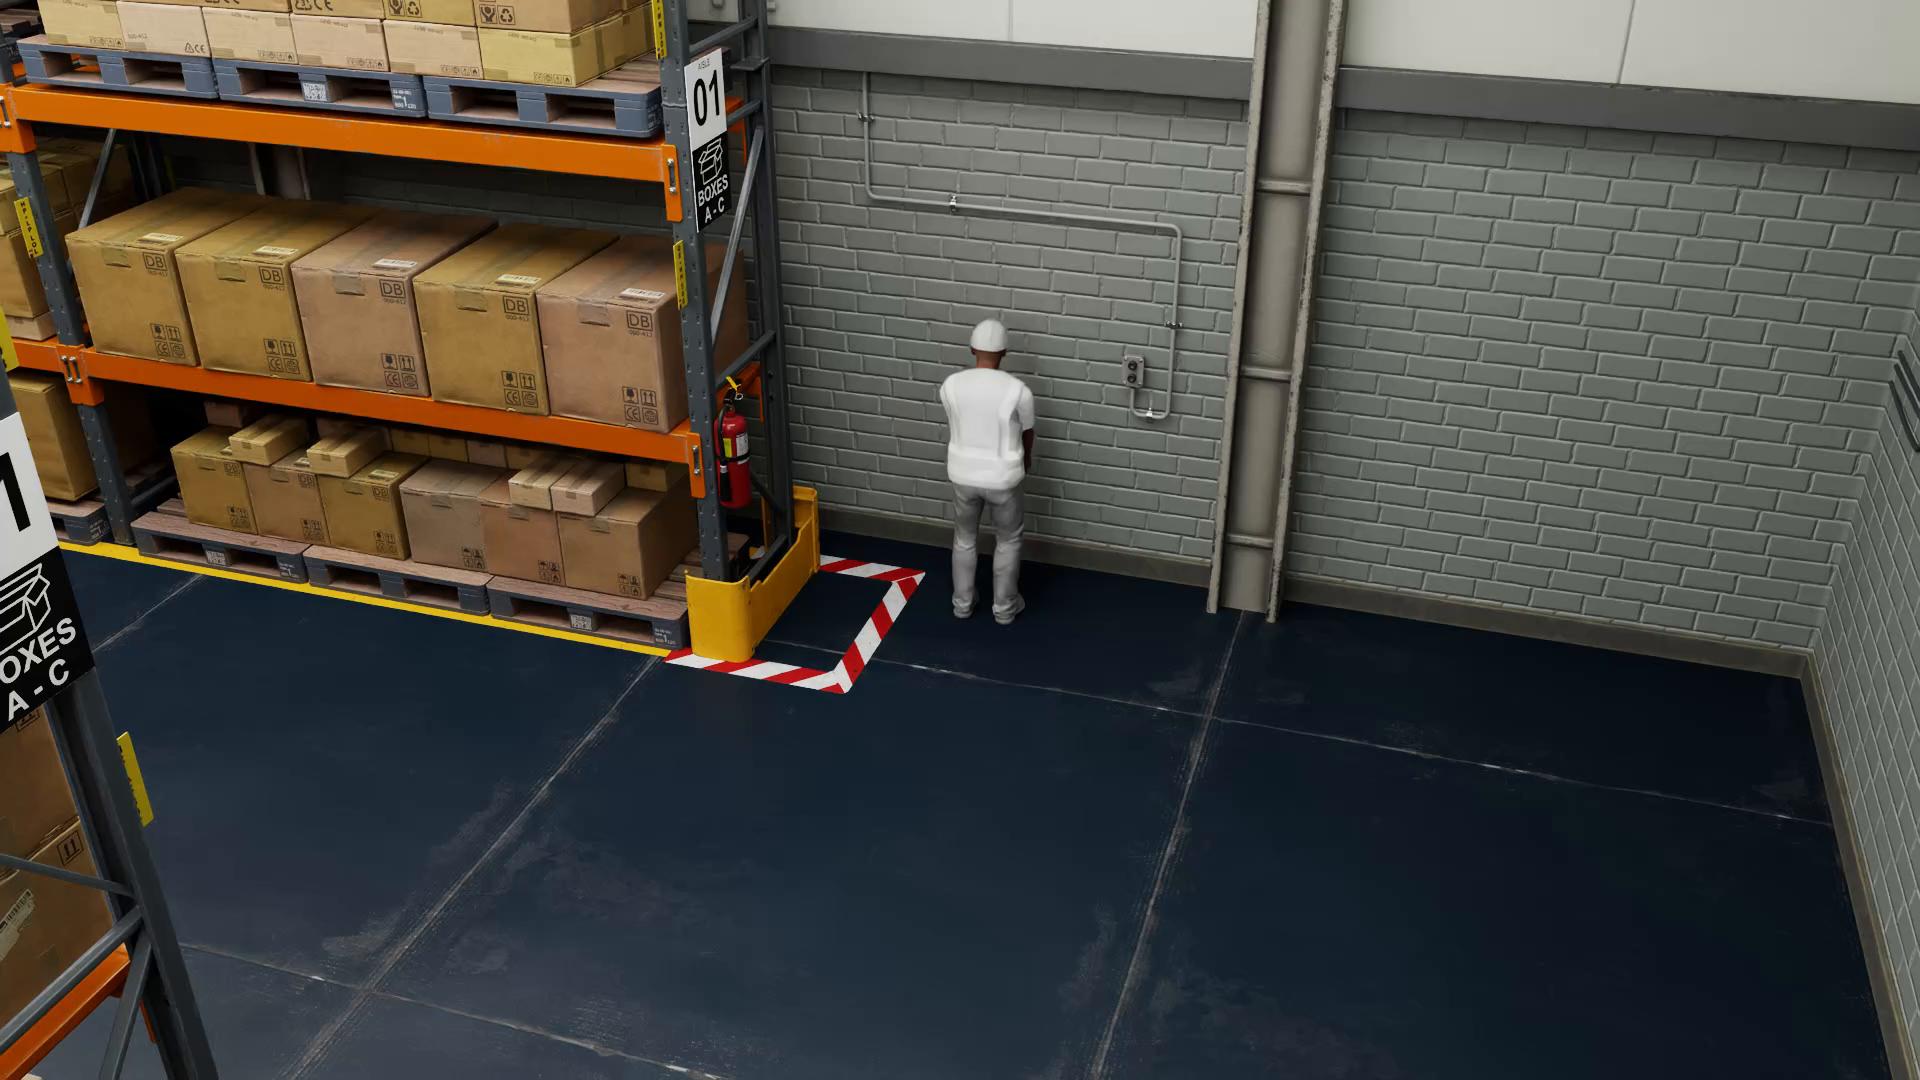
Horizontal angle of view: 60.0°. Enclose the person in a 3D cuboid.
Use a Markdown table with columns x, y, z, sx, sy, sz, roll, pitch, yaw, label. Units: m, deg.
| x | y | z | sx | sy | sz | roll | pitch | yaw | label |
| --- | --- | --- | --- | --- | --- | --- | --- | --- | --- |
| 0.163 | -0.398 | 9.217 | 0.505 | 1.750 | 0.583 | 8 | 30 | 14 | person |
